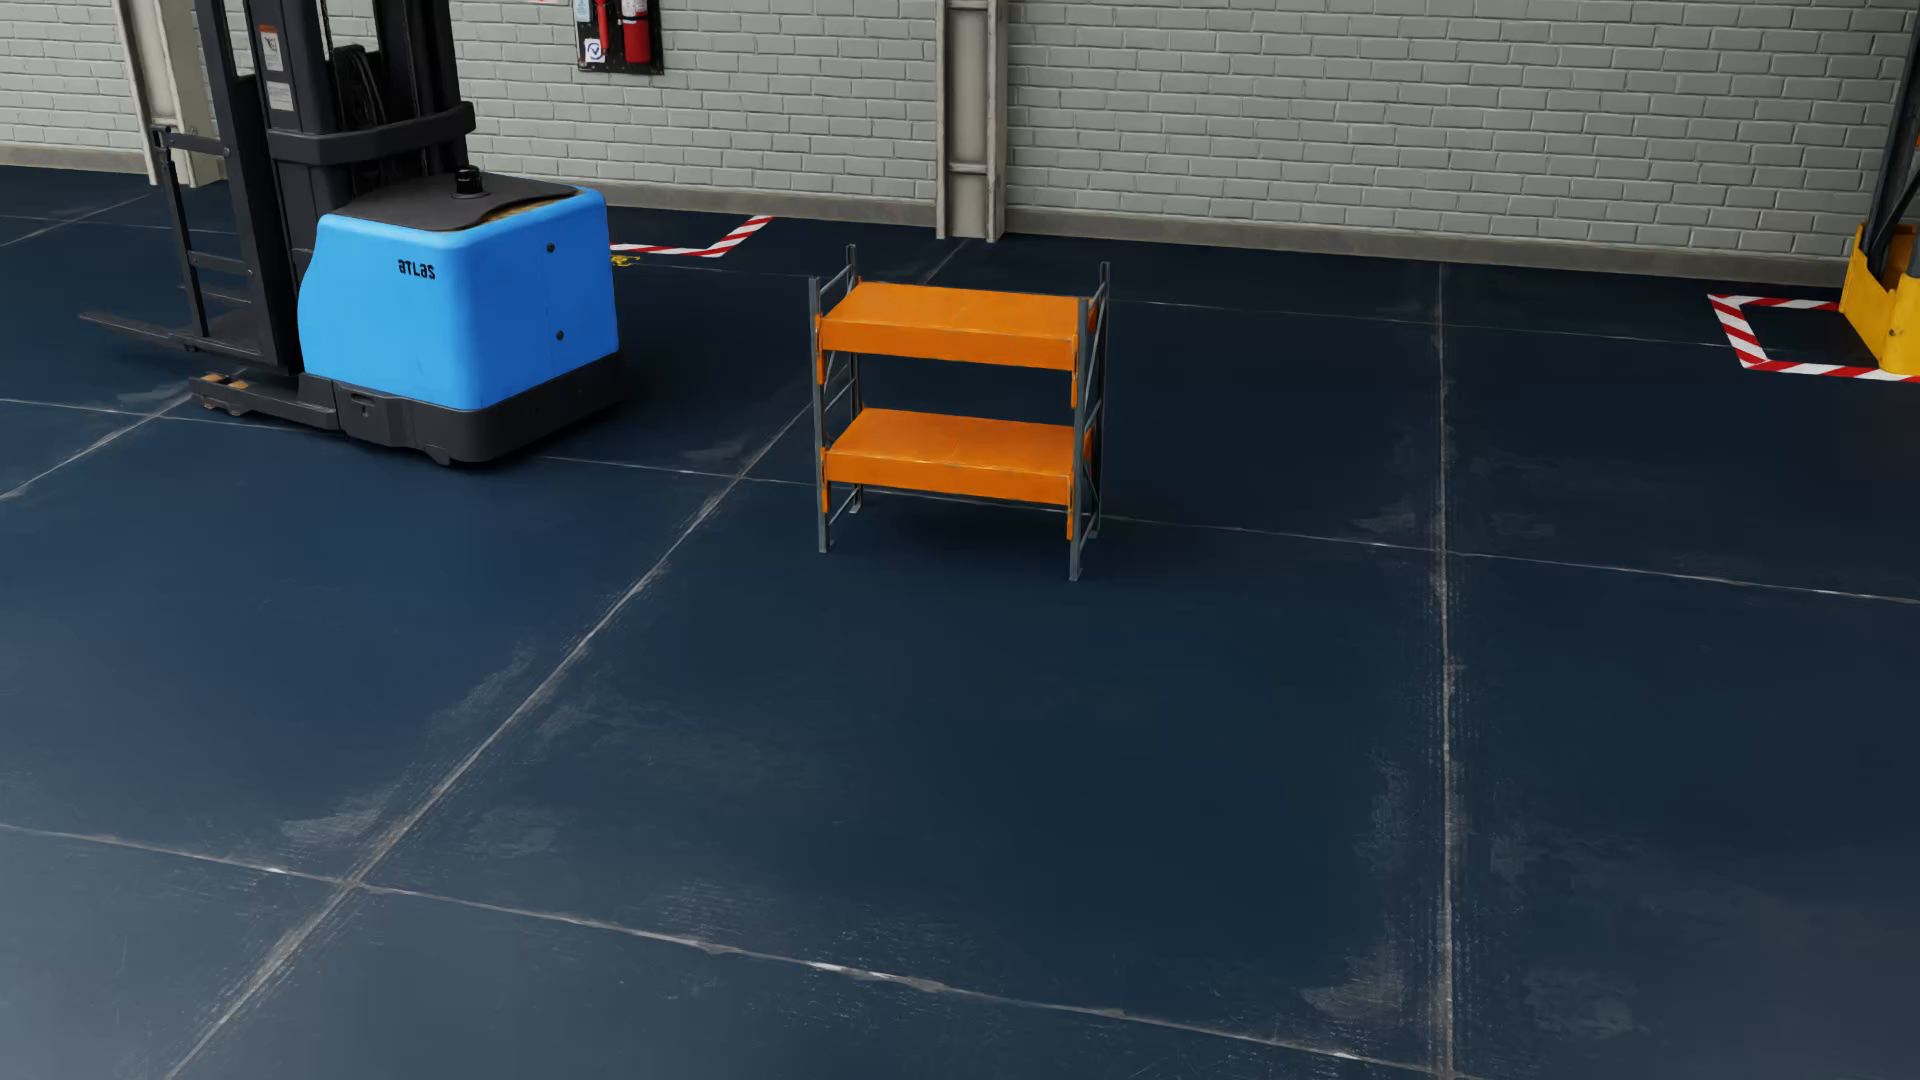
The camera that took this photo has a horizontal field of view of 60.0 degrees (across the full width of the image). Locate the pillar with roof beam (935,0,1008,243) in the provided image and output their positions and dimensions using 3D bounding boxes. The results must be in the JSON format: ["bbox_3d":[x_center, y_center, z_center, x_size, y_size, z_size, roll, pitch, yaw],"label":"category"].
[{"bbox_3d":[-0.999,-4.289,5.290,0.400,9.000,9.100,6,26,13],"label":"pillar with roof beam"}]

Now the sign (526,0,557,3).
[{"bbox_3d":[-2.820,-3.771,11.140,0.234,0.329,0.001,6,26,13],"label":"sign"}]

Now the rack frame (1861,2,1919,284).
[{"bbox_3d":[4.991,-2.445,8.396,0.127,3.000,1.000,6,26,13],"label":"rack frame"}]

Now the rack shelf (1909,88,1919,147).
[{"bbox_3d":[6.928,-1.906,8.101,4.000,0.370,1.077,6,26,13],"label":"rack shelf"}]

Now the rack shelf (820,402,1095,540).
[{"bbox_3d":[0.007,-0.286,6.612,1.000,0.278,0.538,6,26,13],"label":"rack shelf"}]

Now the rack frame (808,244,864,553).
[{"bbox_3d":[-0.486,-0.562,6.621,0.032,1.125,0.500,6,26,13],"label":"rack frame"}]

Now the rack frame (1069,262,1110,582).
[{"bbox_3d":[0.499,-0.453,6.392,0.032,1.125,0.500,6,26,13],"label":"rack frame"}]

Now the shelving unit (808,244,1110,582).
[{"bbox_3d":[0.007,-0.507,6.507,1.048,1.125,0.538,6,26,13],"label":"shelving unit"}]

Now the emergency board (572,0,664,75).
[{"bbox_3d":[-2.311,-3.653,10.933,0.643,1.169,0.194,6,26,13],"label":"emergency board"}]

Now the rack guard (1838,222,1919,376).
[{"bbox_3d":[5.064,-1.308,8.916,0.348,0.500,1.175,6,26,13],"label":"rack guard"}]

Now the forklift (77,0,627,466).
[{"bbox_3d":[-3.148,-2.101,7.753,3.031,2.935,1.130,14,29,27],"label":"forklift"}]

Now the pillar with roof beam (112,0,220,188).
[{"bbox_3d":[-6.810,-4.931,6.639,0.400,9.000,9.100,6,26,13],"label":"pillar with roof beam"}]

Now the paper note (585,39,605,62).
[{"bbox_3d":[-2.465,-3.303,11.223,0.142,0.148,0.016,6,26,13],"label":"paper note"}]

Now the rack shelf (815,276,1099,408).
[{"bbox_3d":[0.007,-0.771,6.381,1.000,0.278,0.538,6,26,13],"label":"rack shelf"}]
